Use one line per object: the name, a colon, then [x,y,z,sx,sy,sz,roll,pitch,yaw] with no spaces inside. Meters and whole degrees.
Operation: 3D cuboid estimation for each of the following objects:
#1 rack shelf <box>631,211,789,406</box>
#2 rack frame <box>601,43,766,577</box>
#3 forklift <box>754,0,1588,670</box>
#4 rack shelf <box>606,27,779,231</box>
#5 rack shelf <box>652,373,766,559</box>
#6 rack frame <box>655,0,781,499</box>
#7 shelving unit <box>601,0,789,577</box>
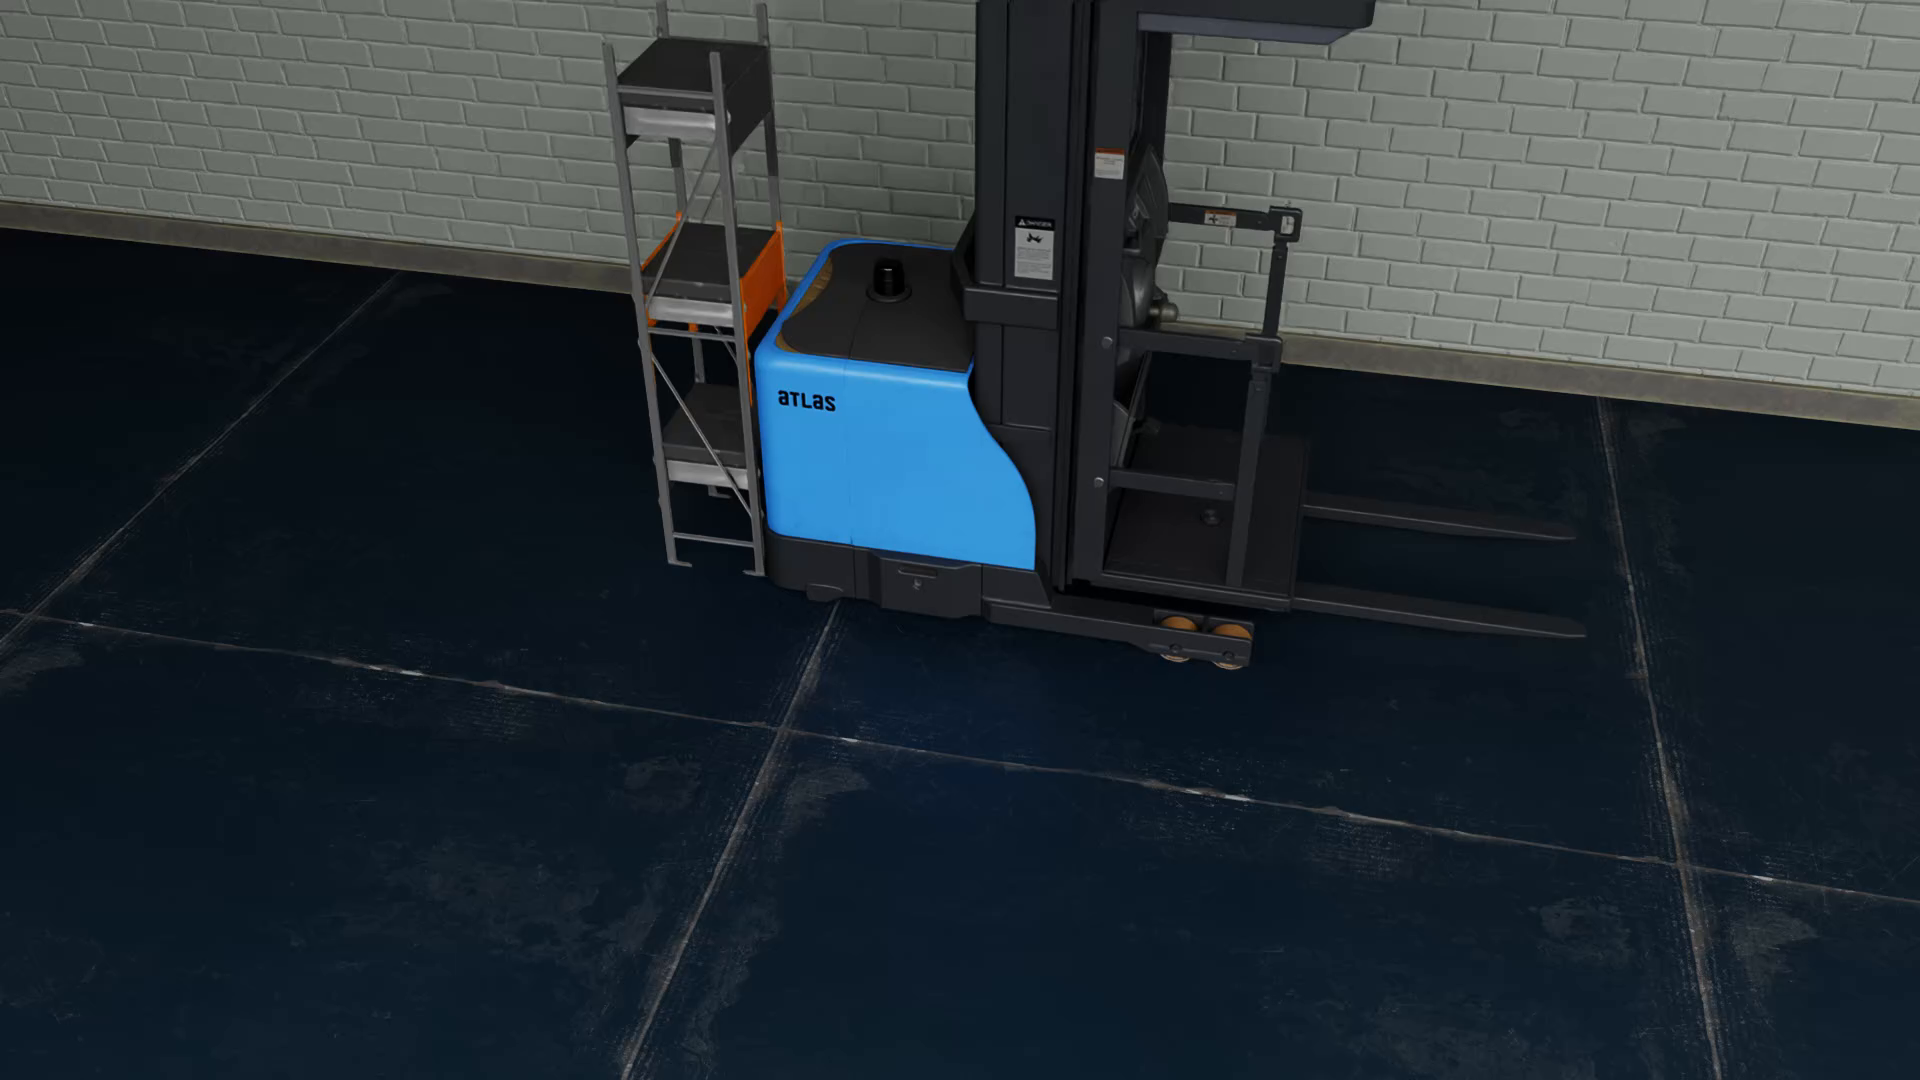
rack shelf: [-0.913,-0.863,6.175,0.431,0.518,0.480,7,37,10]
rack frame: [-0.964,-0.734,5.974,0.400,2.100,0.015,7,37,10]
forklift: [0.827,-1.056,5.710,3.031,2.935,1.130,8,37,10]
rack shelf: [-0.913,-1.430,5.764,0.431,0.518,0.480,7,37,10]
rack shelf: [-0.913,-0.296,6.586,0.431,0.518,0.480,7,37,10]
rack frame: [-0.862,-1.014,6.360,0.400,2.100,0.015,7,37,10]
shelving unit: [-0.913,-0.874,6.167,0.431,2.100,0.503,7,37,10]
